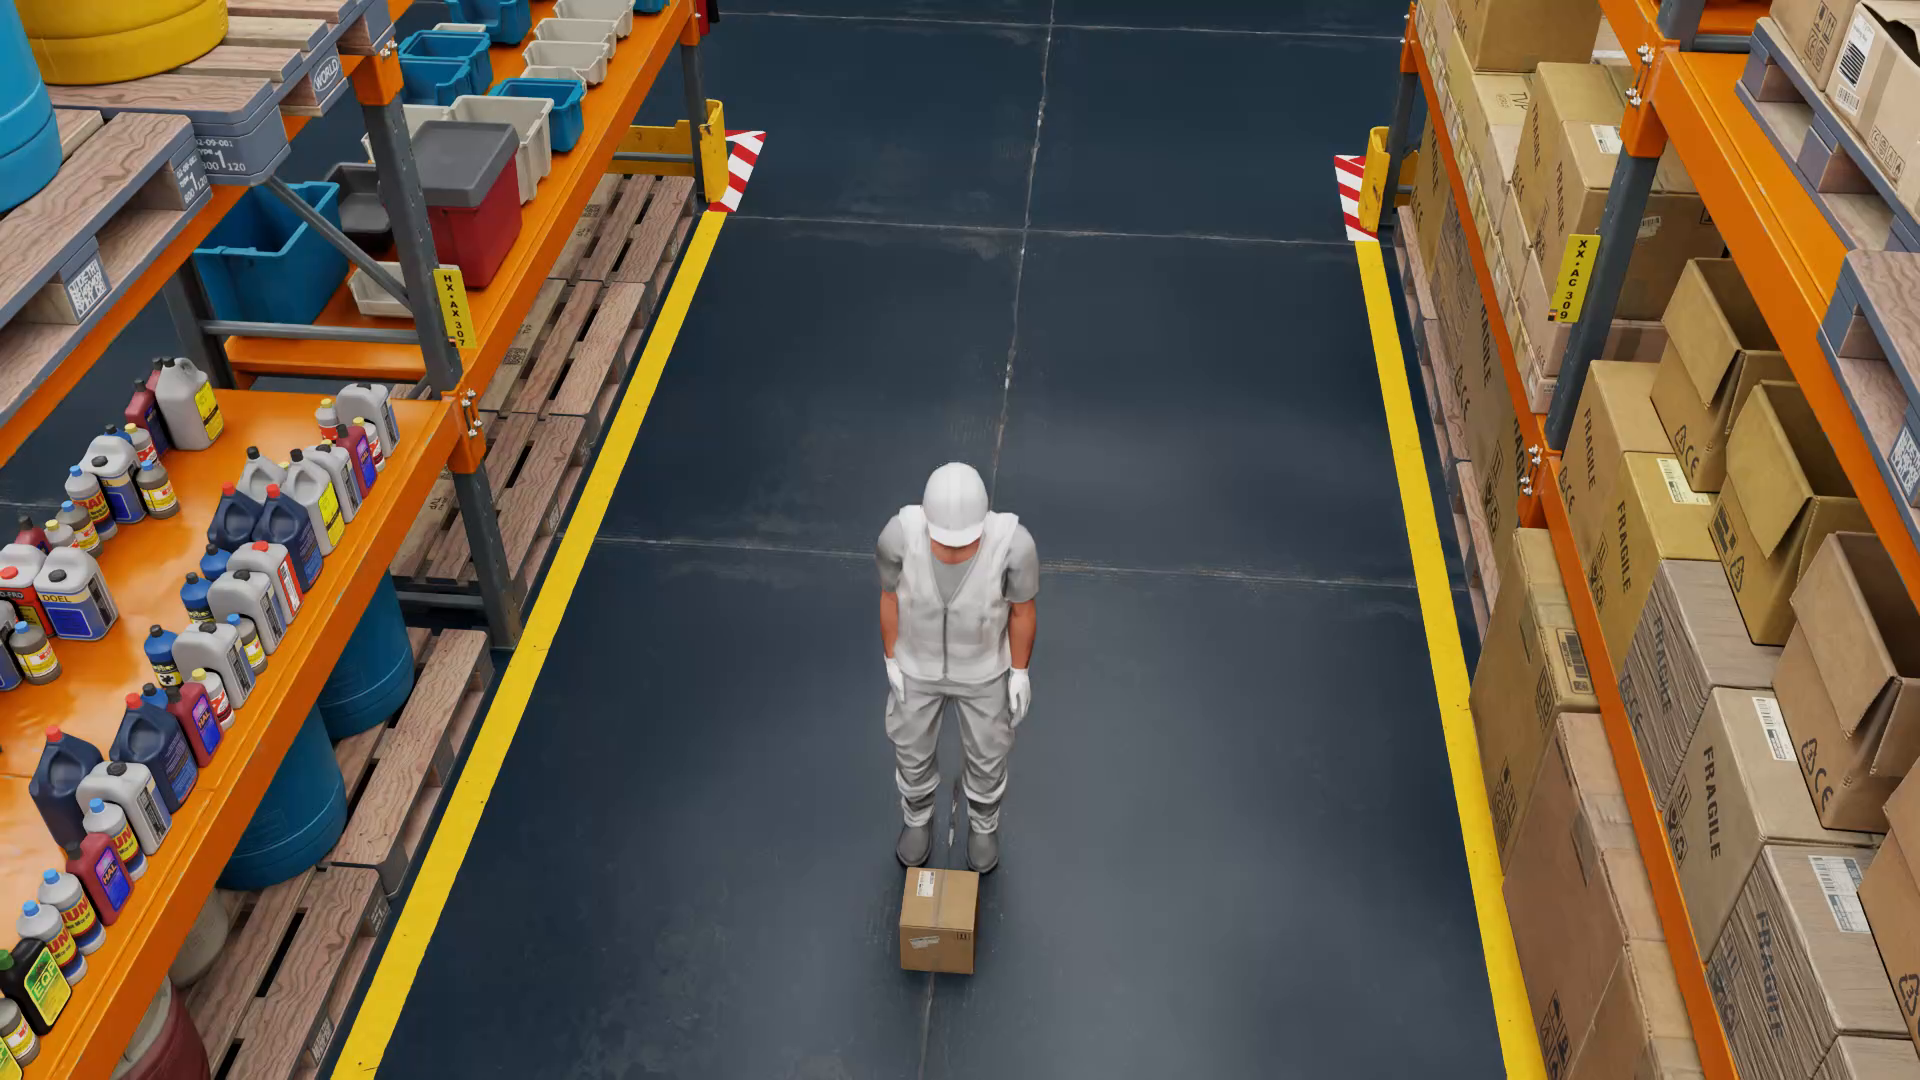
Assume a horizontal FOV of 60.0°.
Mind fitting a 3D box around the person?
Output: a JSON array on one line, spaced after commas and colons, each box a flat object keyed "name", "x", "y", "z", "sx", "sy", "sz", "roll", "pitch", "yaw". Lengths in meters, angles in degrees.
[{"name": "person", "x": -0.012, "y": 0.442, "z": 5.622, "sx": 0.533, "sy": 1.767, "sz": 0.388, "roll": 4, "pitch": 40, "yaw": 5}]
